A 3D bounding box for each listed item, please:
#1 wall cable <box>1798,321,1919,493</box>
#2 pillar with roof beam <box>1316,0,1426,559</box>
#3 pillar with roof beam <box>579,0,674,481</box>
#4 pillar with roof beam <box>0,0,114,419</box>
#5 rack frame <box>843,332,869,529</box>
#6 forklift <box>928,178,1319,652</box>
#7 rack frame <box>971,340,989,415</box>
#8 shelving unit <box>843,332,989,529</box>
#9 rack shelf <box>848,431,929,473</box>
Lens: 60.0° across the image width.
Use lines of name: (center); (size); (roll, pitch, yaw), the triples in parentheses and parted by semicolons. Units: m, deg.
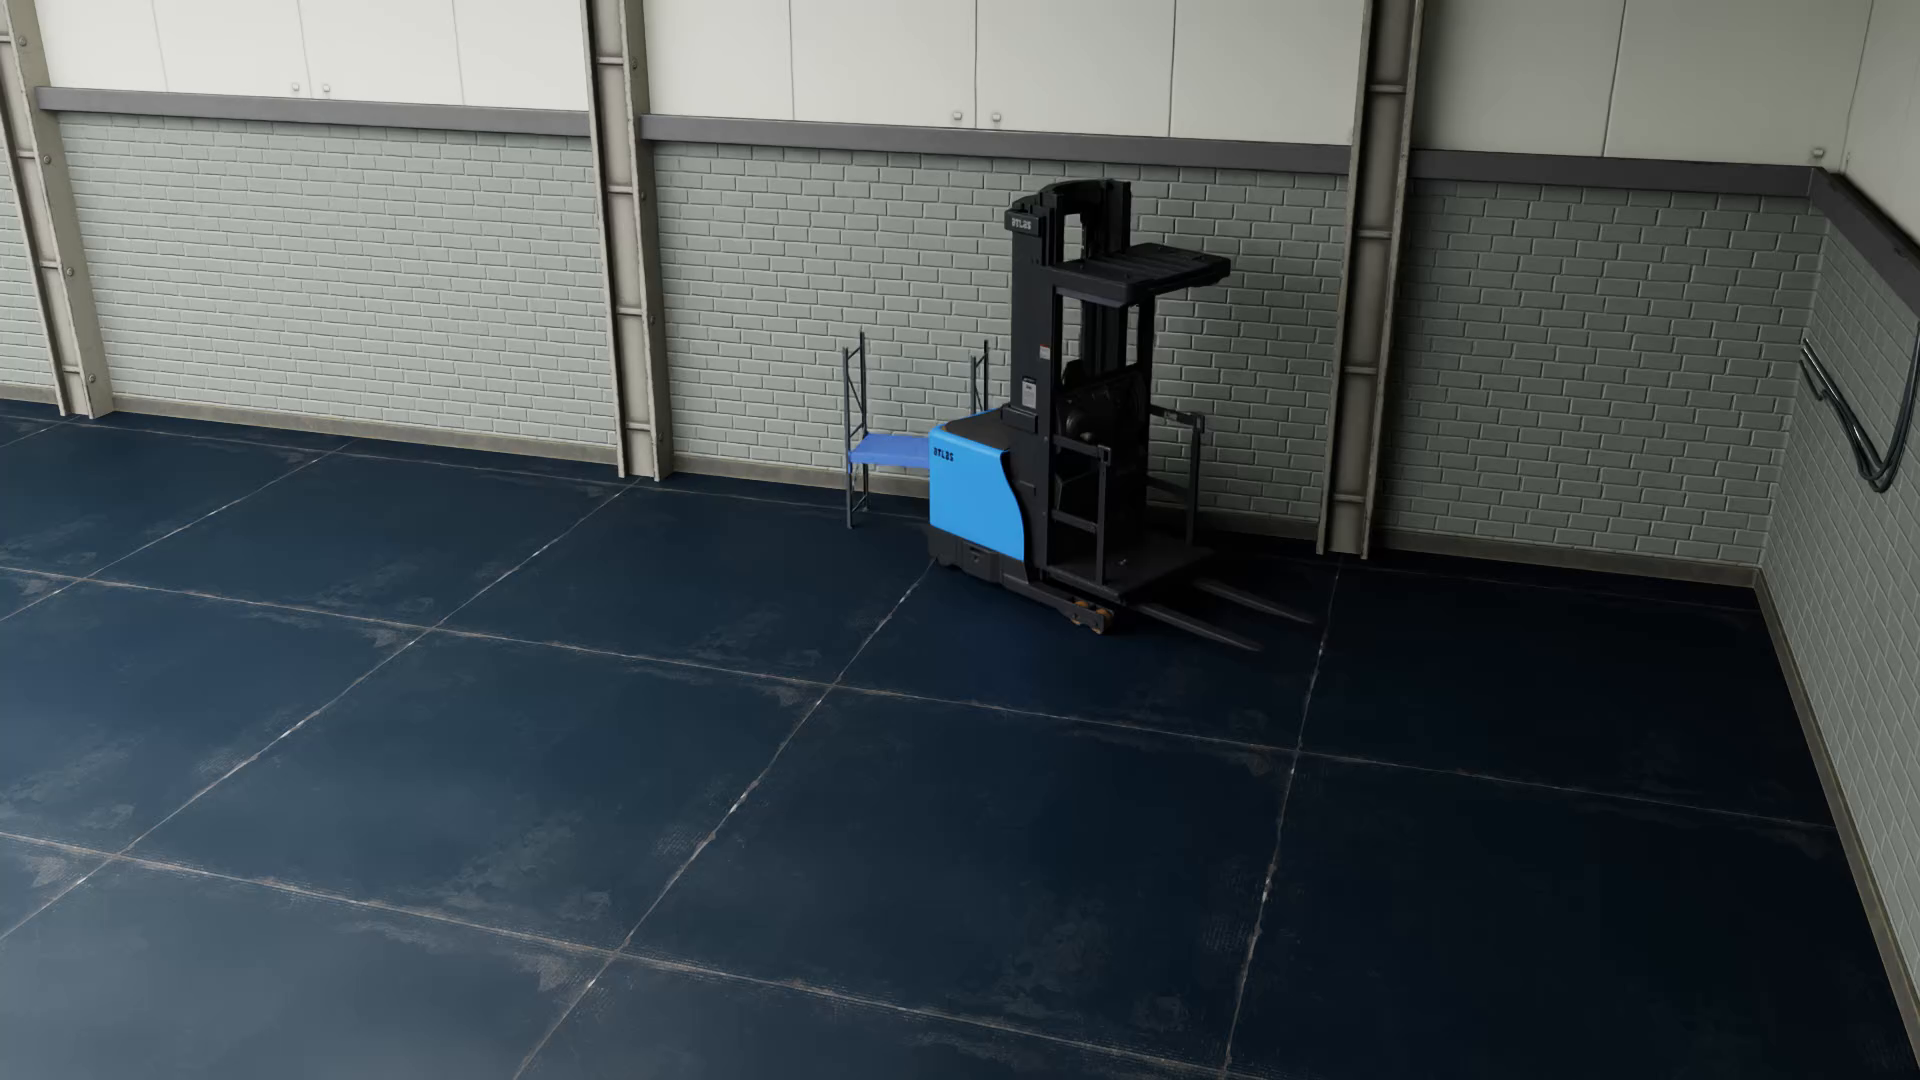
wall cable: (5.436, -1.851, 9.921); (0.112, 2.526, 3.097); (7, 23, 16)
pillar with roof beam: (1.754, -2.527, 7.477); (0.400, 9.000, 9.100); (7, 23, 16)
pillar with roof beam: (-3.990, -3.184, 9.081); (0.400, 9.000, 9.100); (7, 23, 16)
pillar with roof beam: (-9.734, -3.842, 10.684); (0.400, 9.000, 9.100); (7, 23, 16)
rack frame: (-0.833, -0.877, 13.338); (0.032, 1.500, 0.500); (5, 23, 13)
forklift: (1.140, -0.926, 11.571); (1.130, 2.935, 3.031); (-20, 30, -40)
rack frame: (0.154, -0.786, 13.115); (0.032, 1.500, 0.500); (5, 23, 13)
shelving unit: (-0.339, -0.832, 13.226); (1.048, 1.500, 0.538); (5, 23, 13)
rack shelf: (-0.339, -0.665, 13.295); (1.000, 0.185, 0.538); (5, 23, 13)
